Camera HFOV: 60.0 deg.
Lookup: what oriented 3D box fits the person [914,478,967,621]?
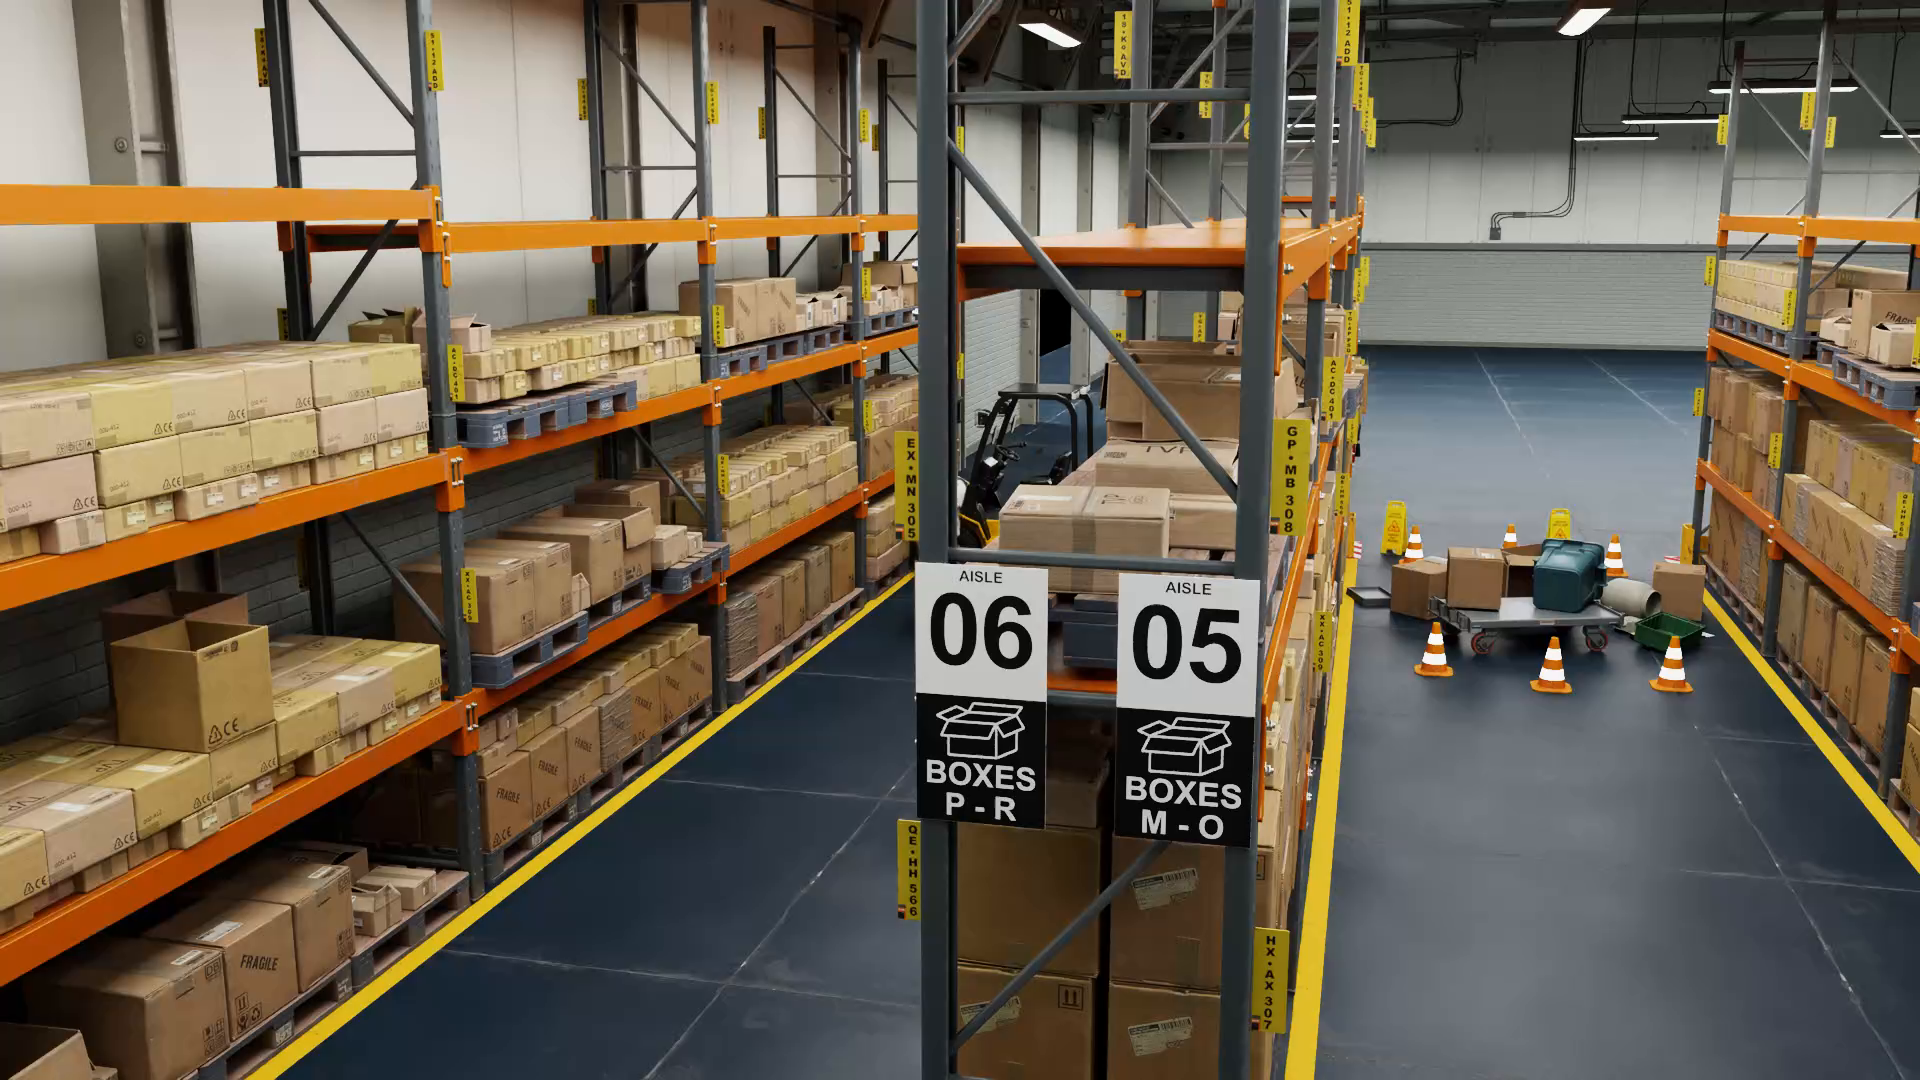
[{"bbox_3d":[-0.223,-0.026,17.013,0.558,1.769,0.520,3,12,15],"label":"person"}]
